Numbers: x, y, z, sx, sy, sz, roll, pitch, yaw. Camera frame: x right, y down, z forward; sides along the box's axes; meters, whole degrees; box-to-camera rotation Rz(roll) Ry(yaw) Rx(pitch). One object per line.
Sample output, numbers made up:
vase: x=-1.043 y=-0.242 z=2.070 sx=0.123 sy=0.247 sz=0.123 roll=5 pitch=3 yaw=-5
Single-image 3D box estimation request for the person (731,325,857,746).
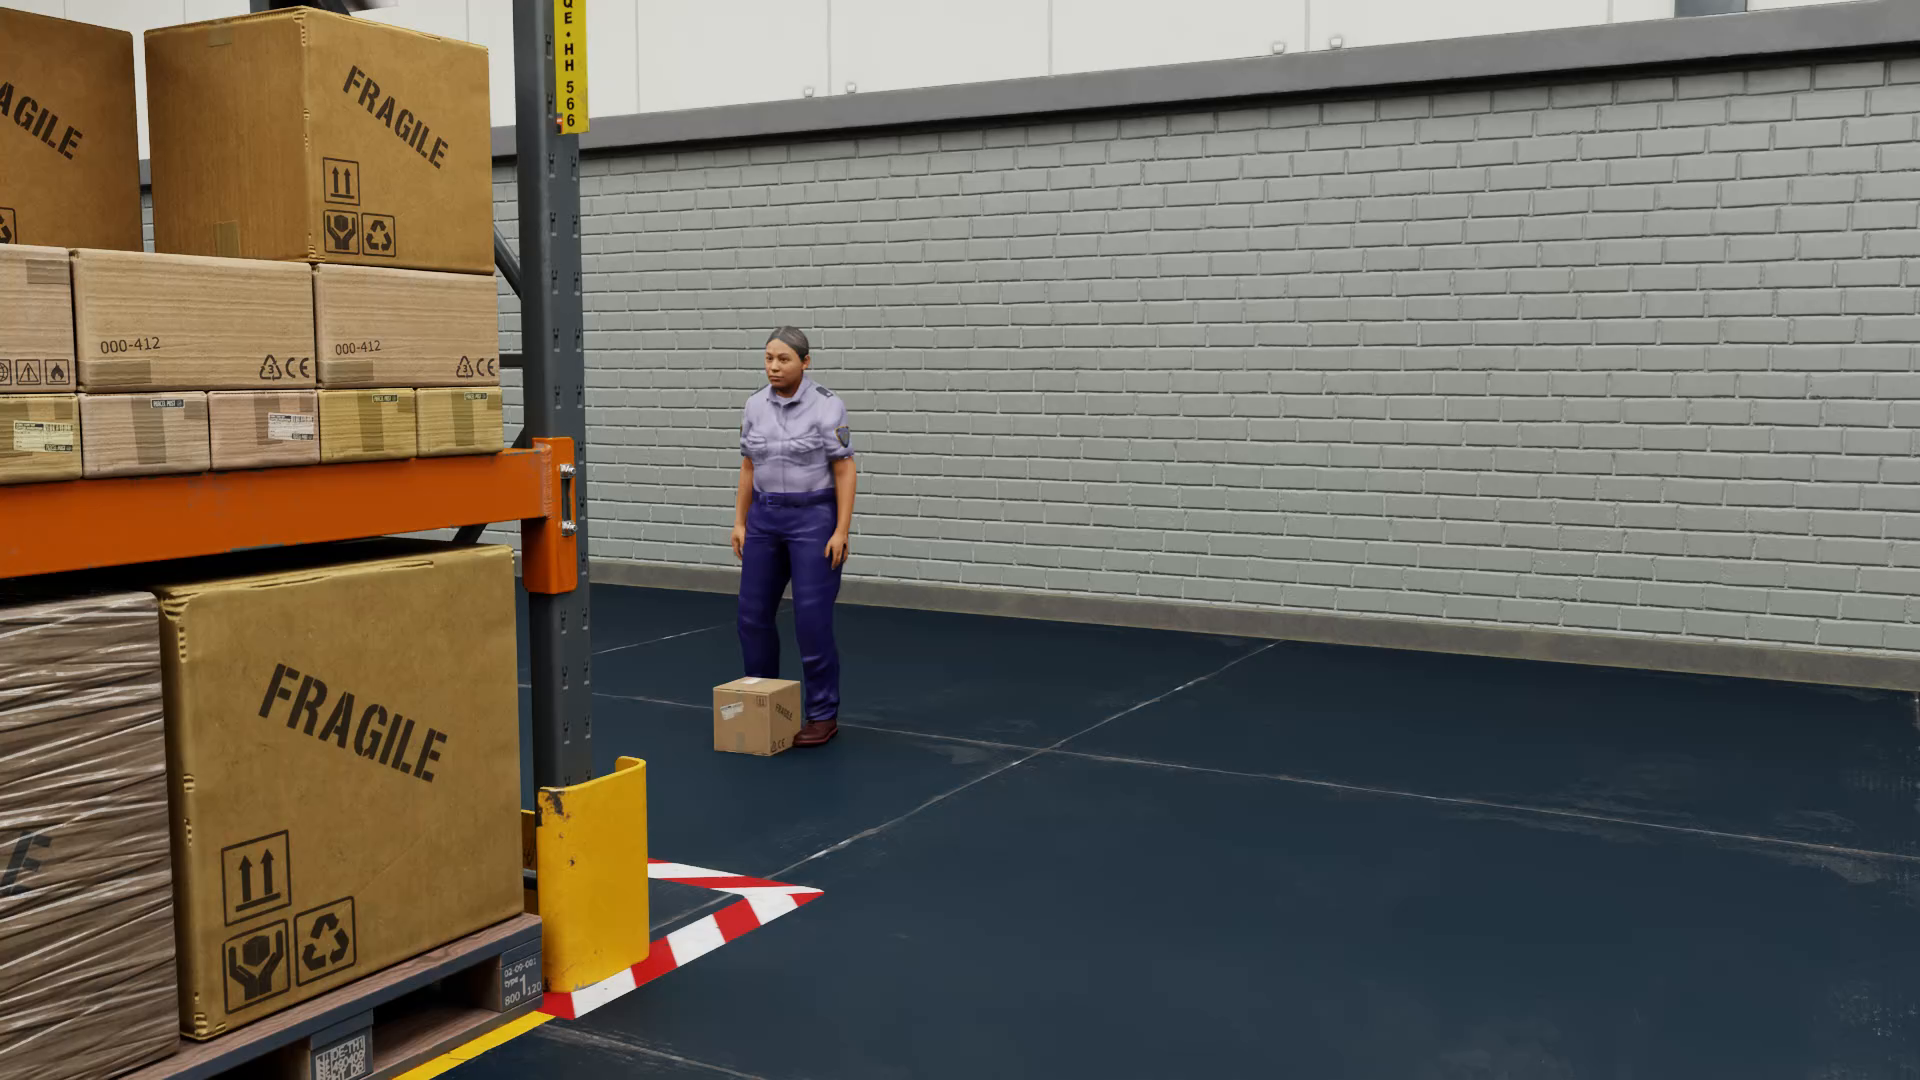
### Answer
person: x=-0.682 y=-0.027 z=6.663 sx=0.560 sy=1.651 sz=0.374 roll=3 pitch=7 yaw=25
